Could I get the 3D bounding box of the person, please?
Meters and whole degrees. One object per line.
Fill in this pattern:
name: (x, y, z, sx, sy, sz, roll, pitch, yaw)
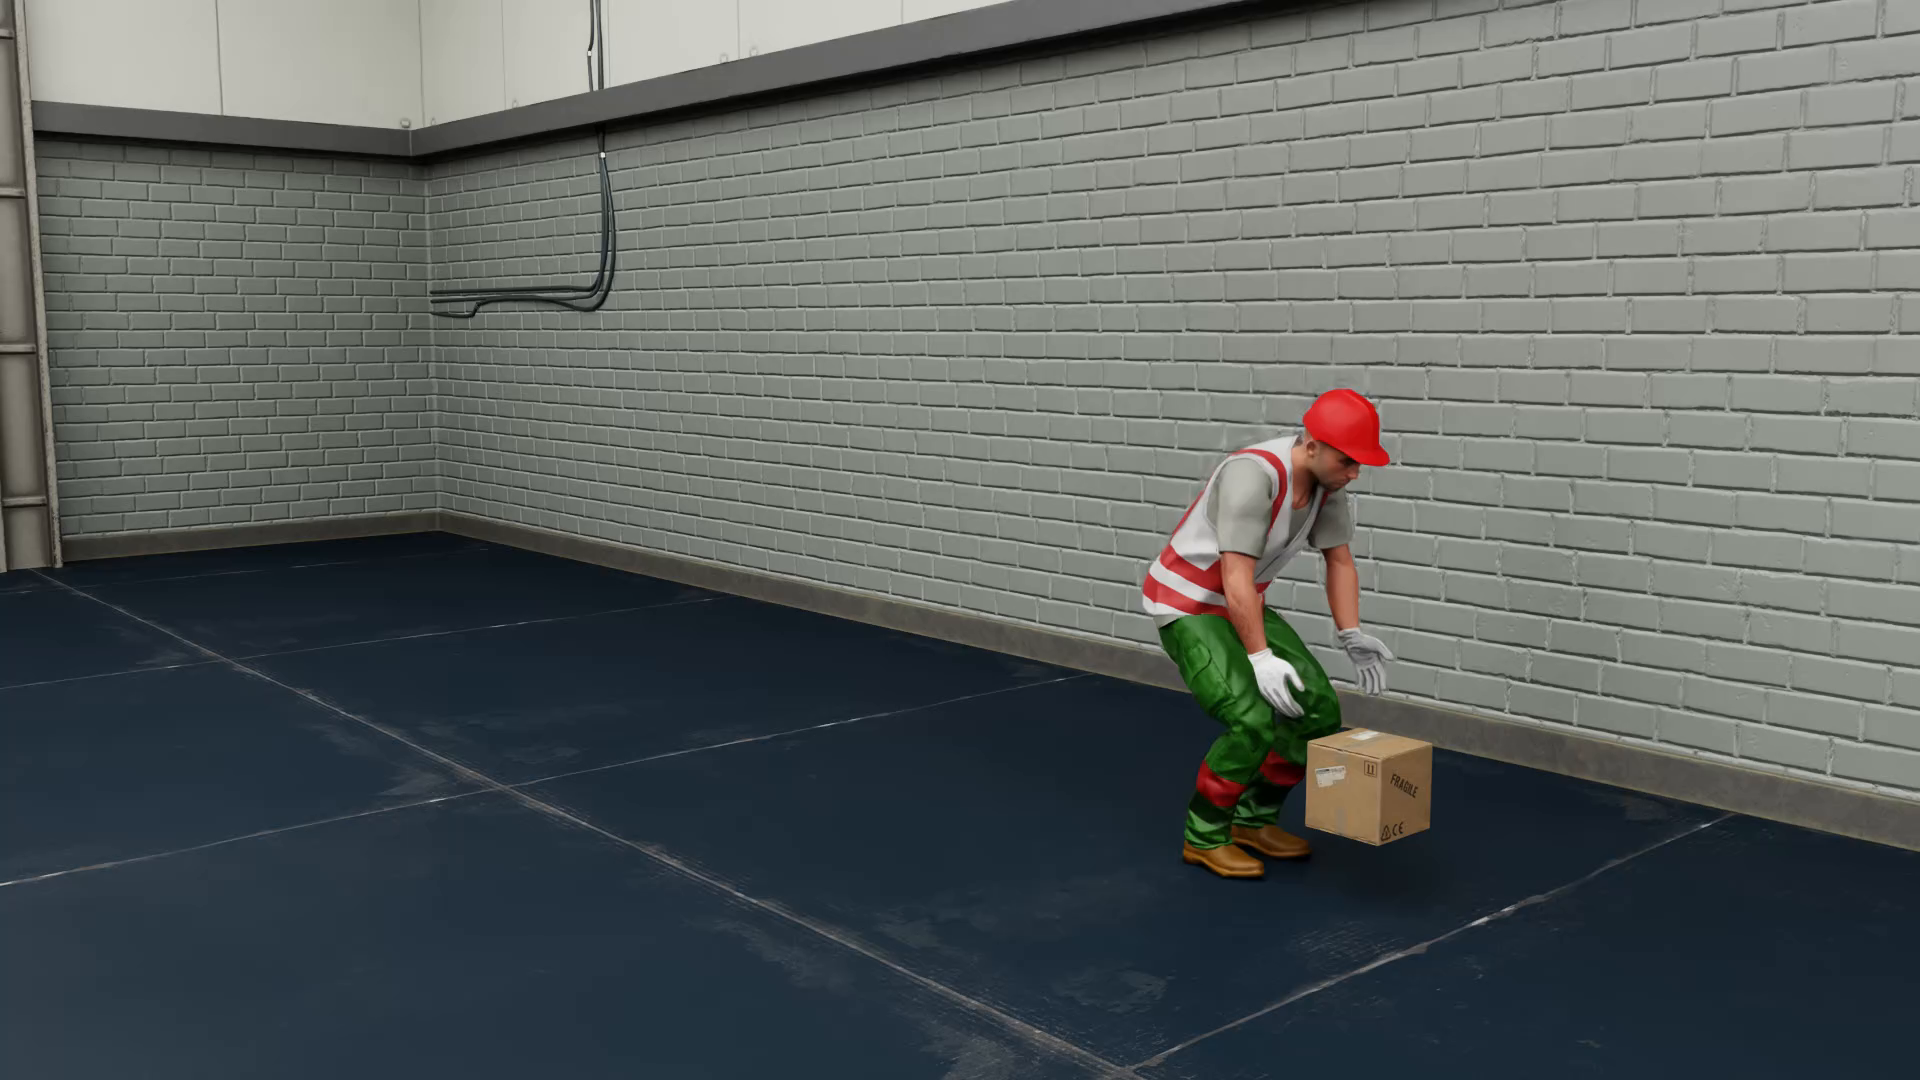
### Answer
person: (0.930, 0.263, 4.992, 0.583, 1.443, 0.748, -6, 10, -41)
